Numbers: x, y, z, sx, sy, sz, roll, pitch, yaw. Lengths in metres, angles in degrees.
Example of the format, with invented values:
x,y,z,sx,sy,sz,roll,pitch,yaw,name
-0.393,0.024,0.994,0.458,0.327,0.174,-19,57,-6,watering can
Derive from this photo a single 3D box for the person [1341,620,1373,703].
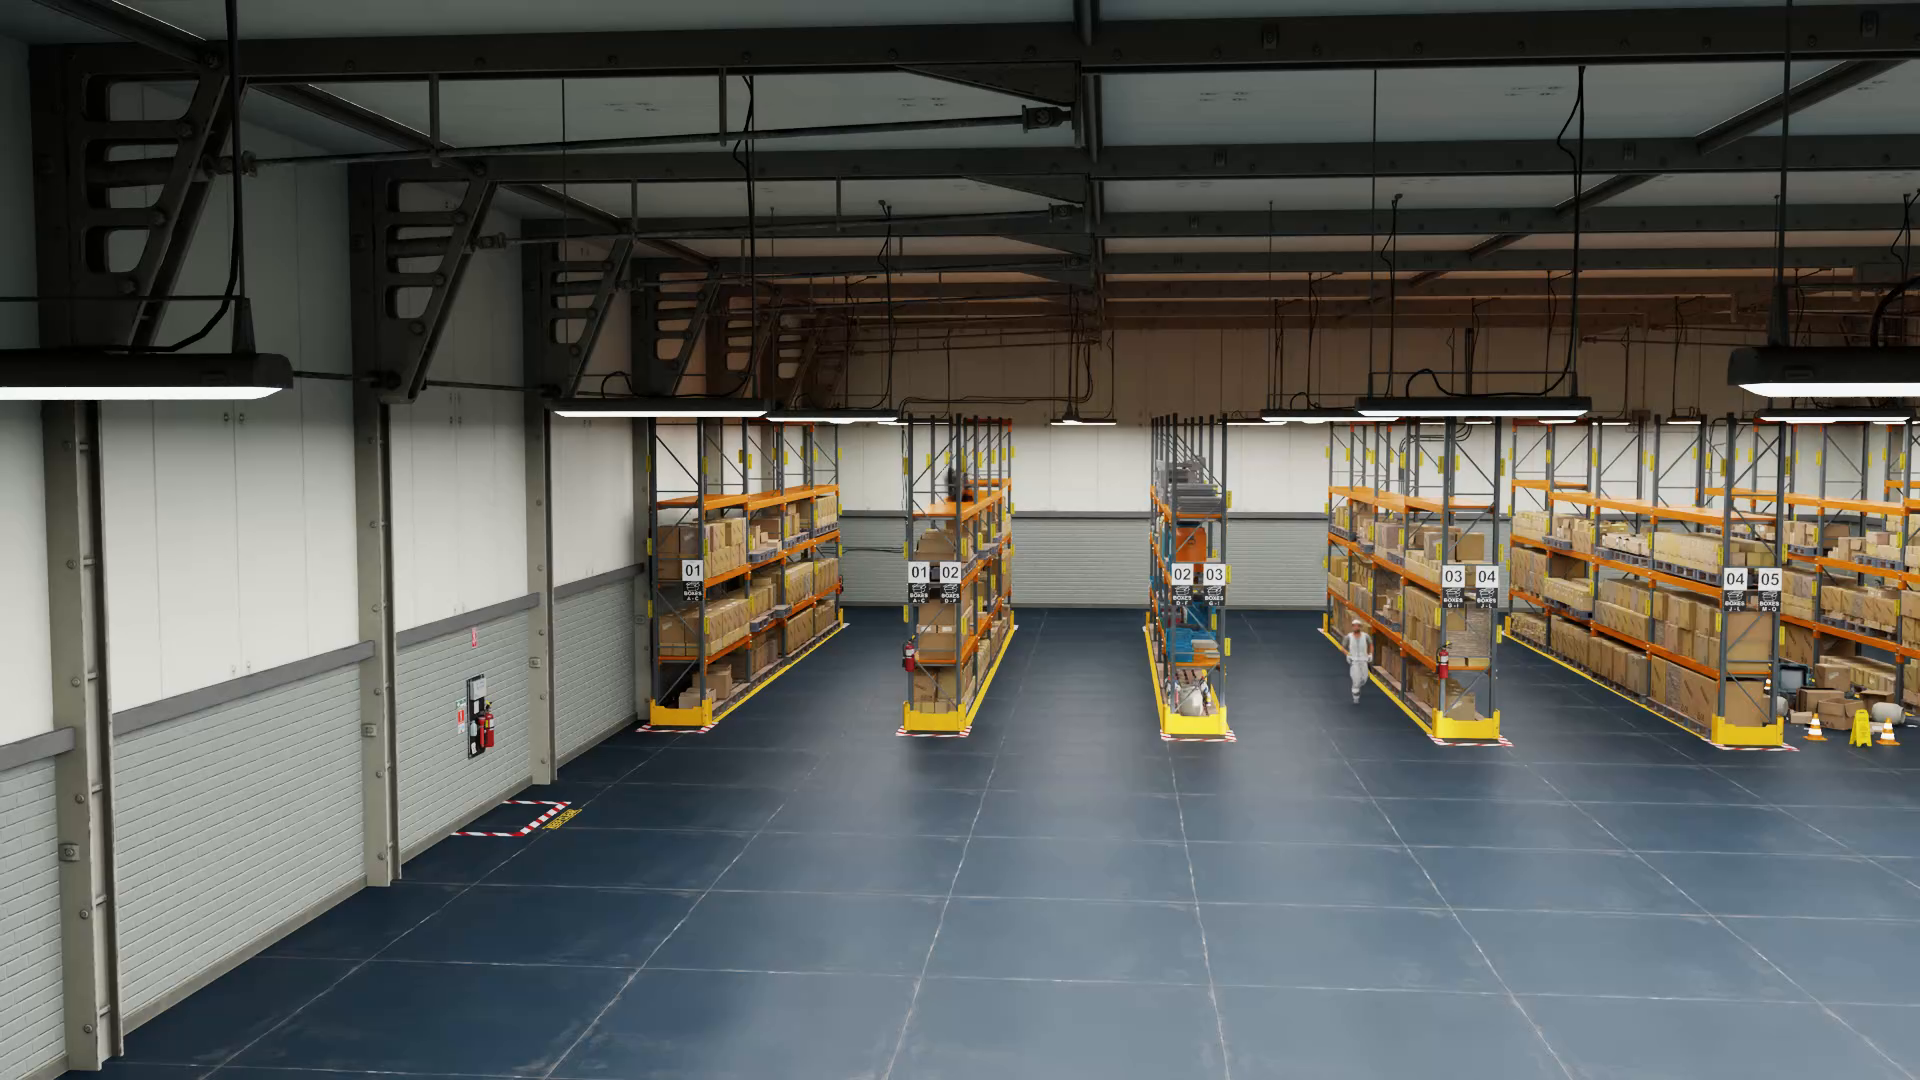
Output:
x,y,z,sx,sy,sz,roll,pitch,yaw,name
8.273,2.527,34.592,0.661,1.745,0.548,0,4,7,person

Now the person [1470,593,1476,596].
x,y,z,sx,sy,sz,roll,pitch,yaw,name
14.063,1.751,46.562,0.876,1.671,0.866,3,5,37,person
